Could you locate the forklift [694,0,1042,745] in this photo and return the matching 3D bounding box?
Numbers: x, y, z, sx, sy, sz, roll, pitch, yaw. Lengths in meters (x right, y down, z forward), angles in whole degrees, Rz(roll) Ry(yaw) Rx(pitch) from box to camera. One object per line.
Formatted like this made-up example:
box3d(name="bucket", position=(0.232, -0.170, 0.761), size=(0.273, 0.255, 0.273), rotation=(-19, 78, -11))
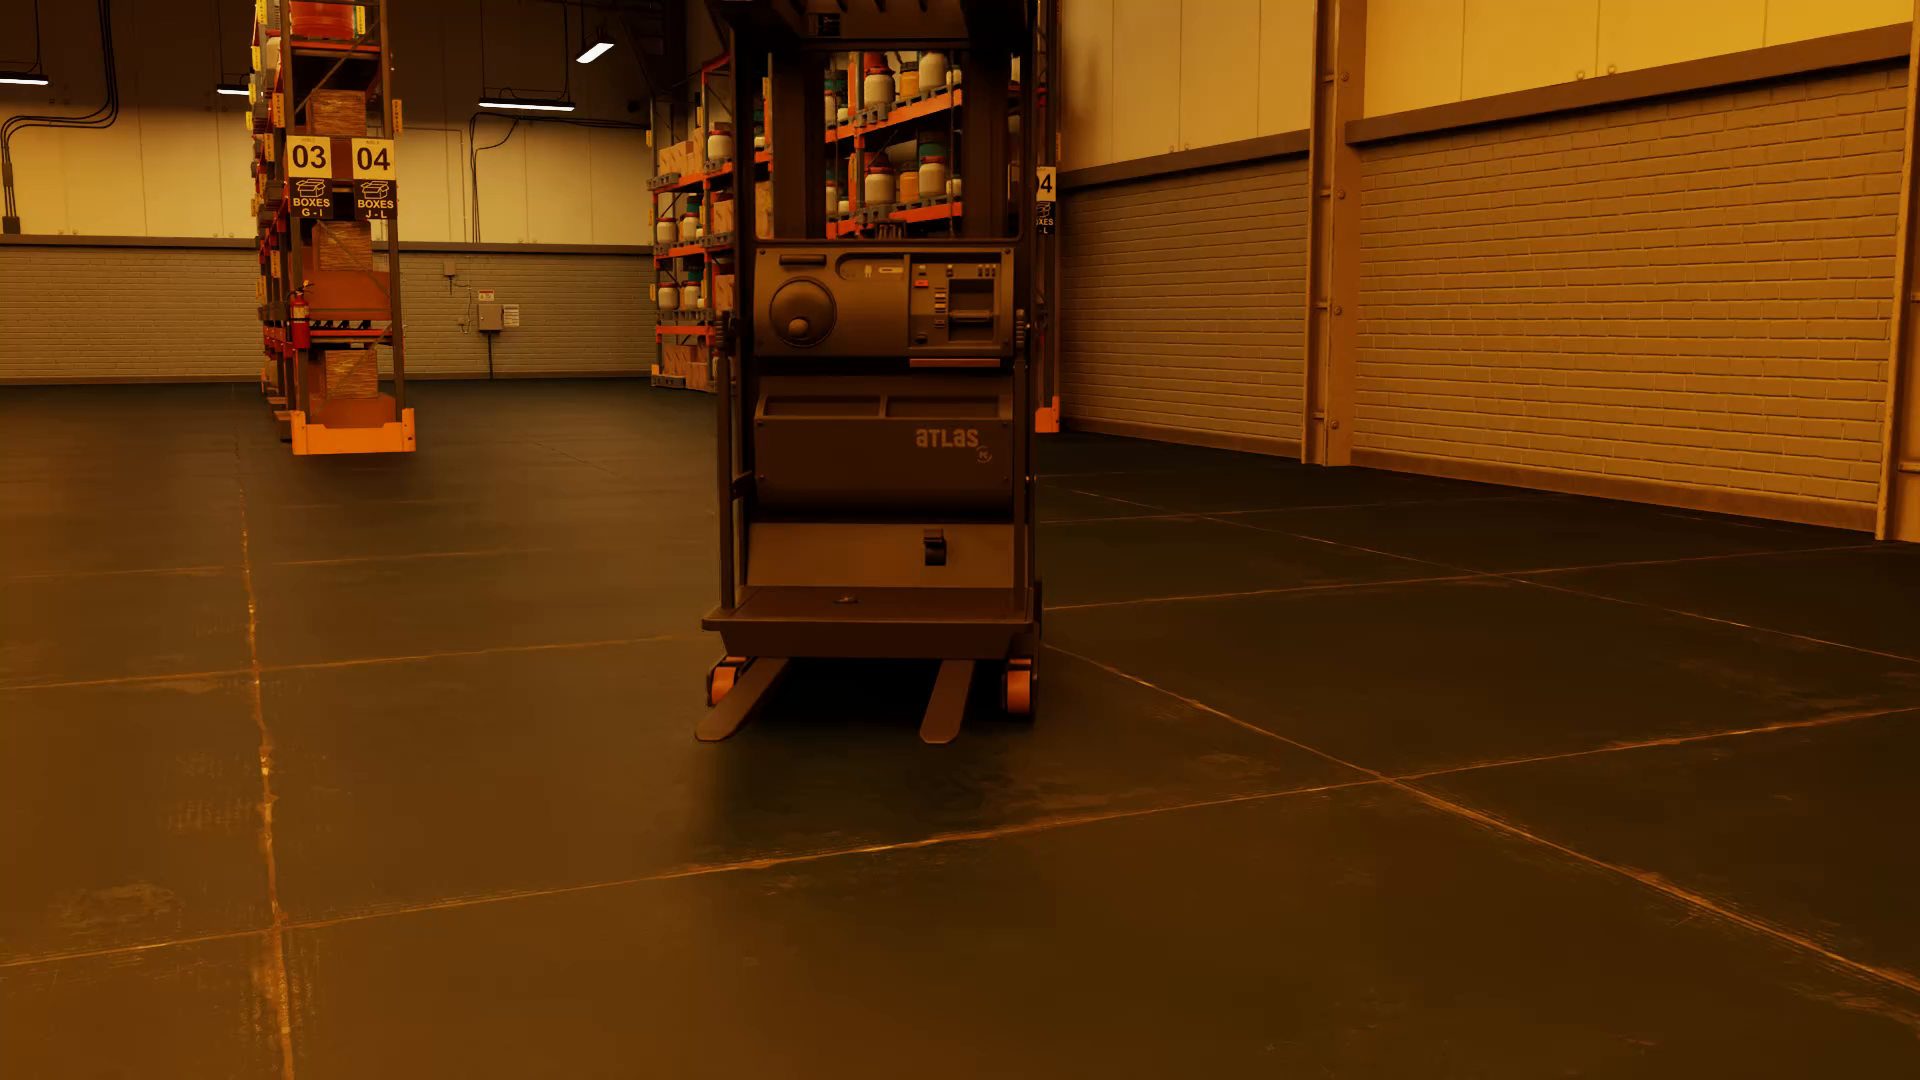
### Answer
box3d(name="forklift", position=(-0.281, -0.897, 5.741), size=(1.130, 2.935, 3.031), rotation=(0, 8, 3))
